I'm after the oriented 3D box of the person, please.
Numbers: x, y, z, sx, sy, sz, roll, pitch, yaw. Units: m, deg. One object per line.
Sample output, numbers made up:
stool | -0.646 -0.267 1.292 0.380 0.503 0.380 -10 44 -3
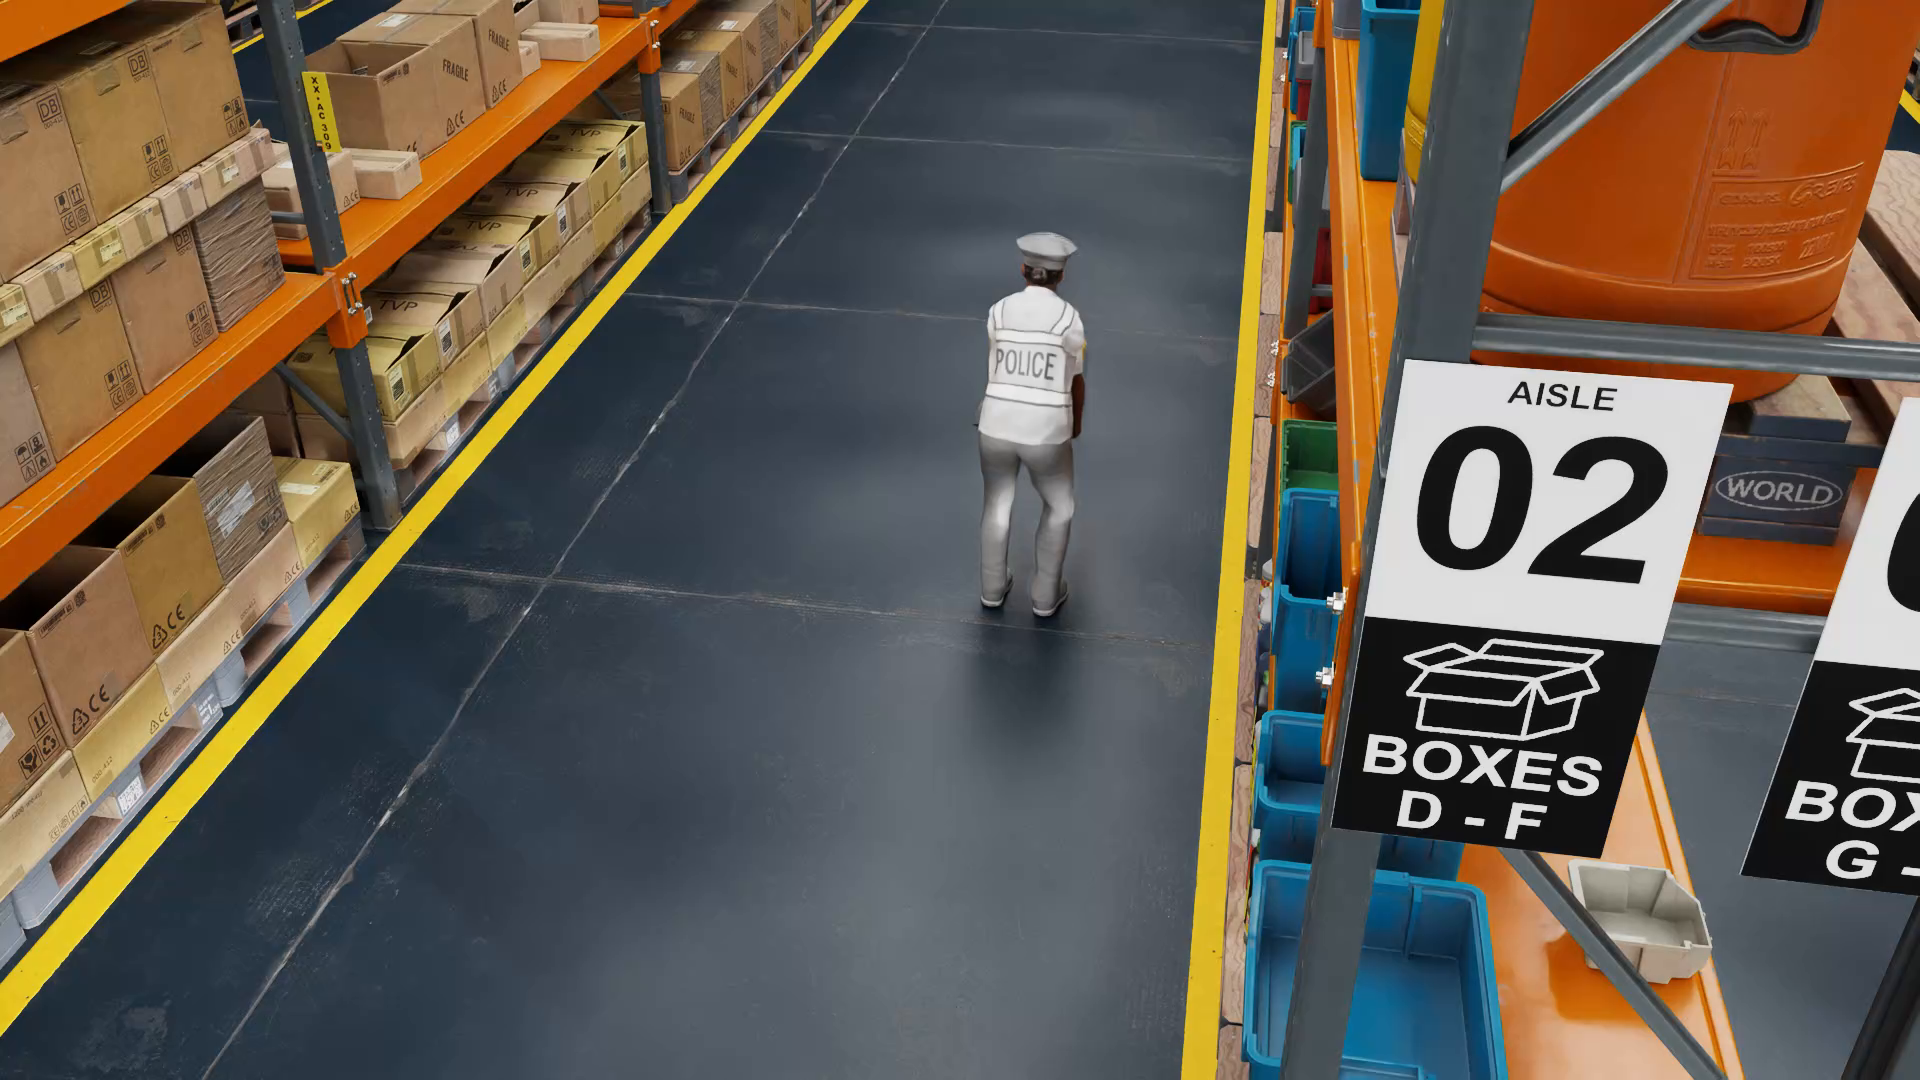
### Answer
person | 0.298 -0.456 6.943 0.411 1.573 0.609 9 34 14
